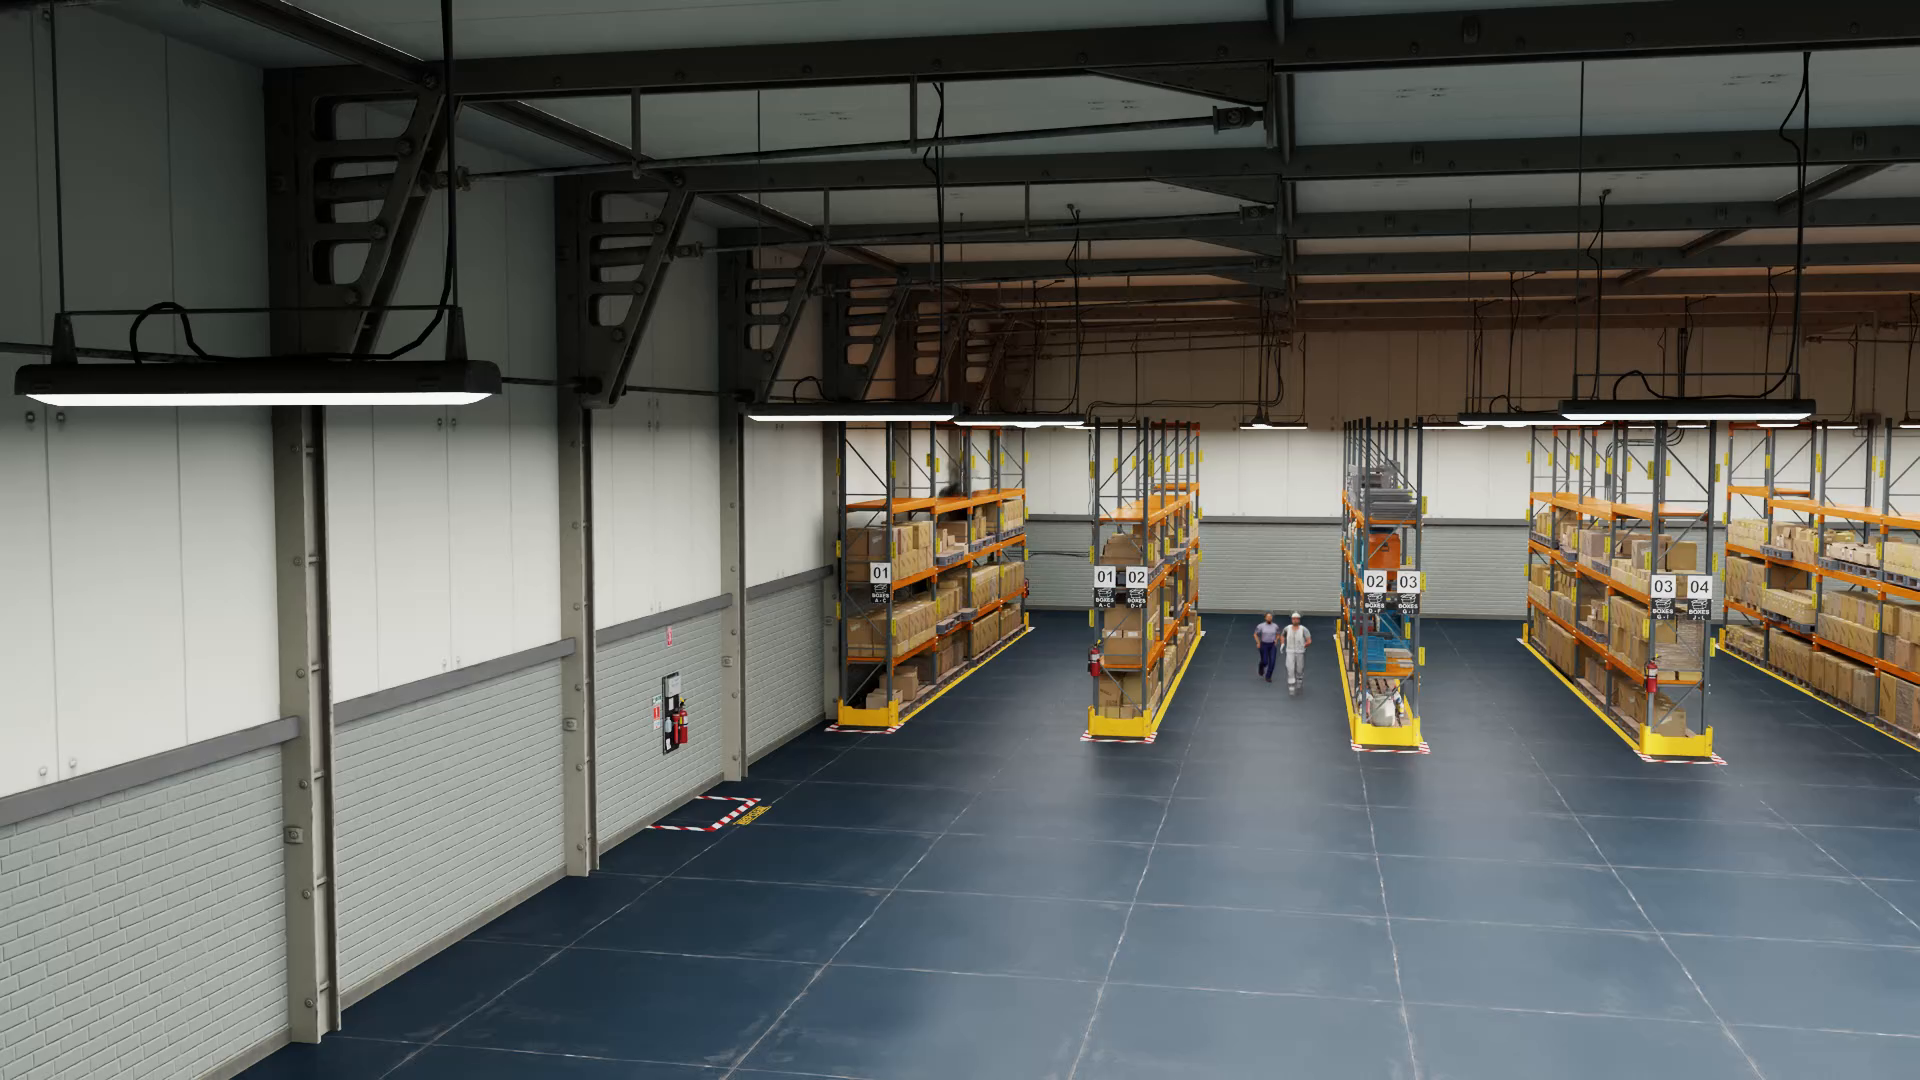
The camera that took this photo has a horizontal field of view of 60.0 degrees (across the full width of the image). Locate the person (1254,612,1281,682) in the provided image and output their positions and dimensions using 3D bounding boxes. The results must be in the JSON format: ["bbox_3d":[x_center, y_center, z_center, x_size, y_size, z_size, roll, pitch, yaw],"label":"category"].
[{"bbox_3d":[7.057,2.462,38.071,0.607,1.583,0.551,0,4,-1],"label":"person"}]

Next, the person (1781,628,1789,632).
[{"bbox_3d":[22.078,2.021,44.316,0.713,1.645,0.633,-1,4,-10],"label":"person"}]

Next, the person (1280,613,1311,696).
[{"bbox_3d":[7.295,2.465,36.187,0.678,1.770,0.975,1,4,16],"label":"person"}]
